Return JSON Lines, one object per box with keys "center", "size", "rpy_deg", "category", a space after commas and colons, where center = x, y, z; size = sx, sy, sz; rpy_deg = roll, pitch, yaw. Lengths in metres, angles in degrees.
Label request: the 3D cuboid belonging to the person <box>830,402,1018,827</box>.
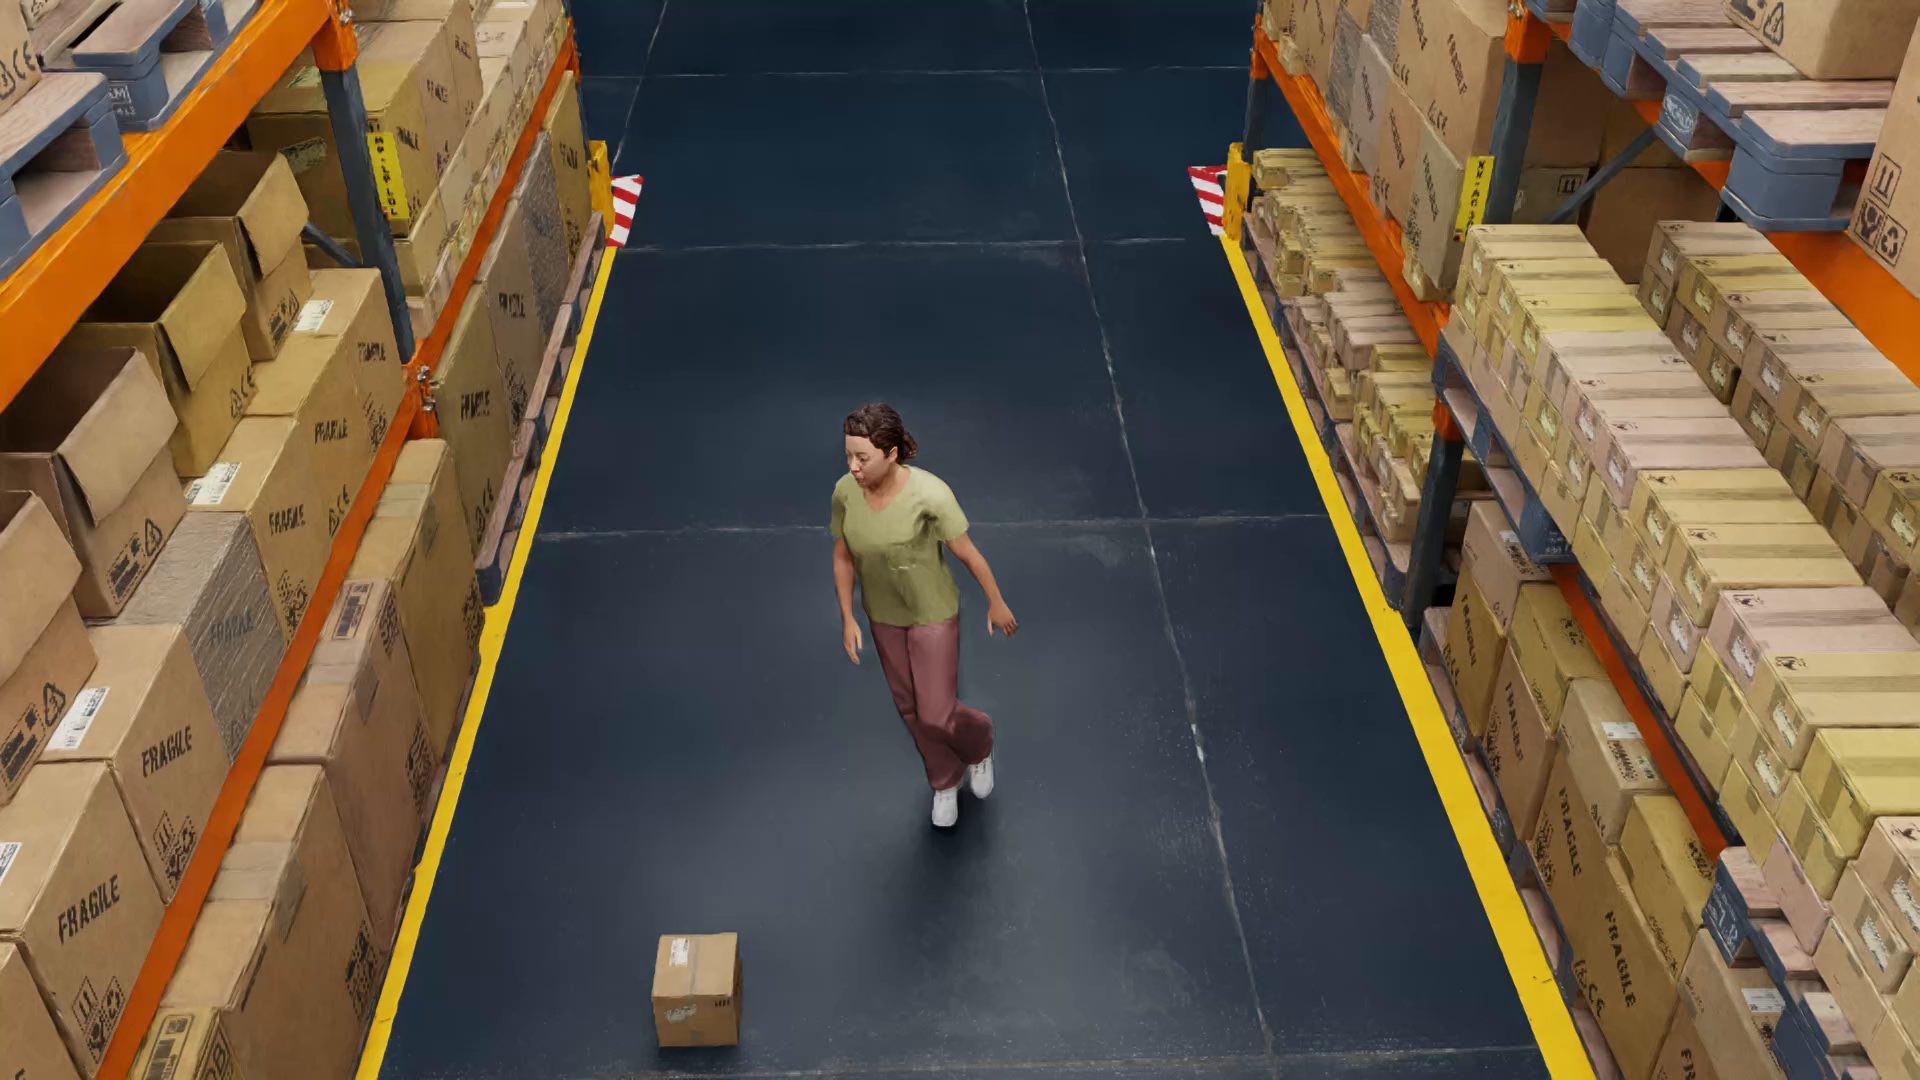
{"center": [-0.141, 0.267, 5.743], "size": [0.638, 1.649, 0.457], "rpy_deg": [13, 37, 18], "category": "person"}
